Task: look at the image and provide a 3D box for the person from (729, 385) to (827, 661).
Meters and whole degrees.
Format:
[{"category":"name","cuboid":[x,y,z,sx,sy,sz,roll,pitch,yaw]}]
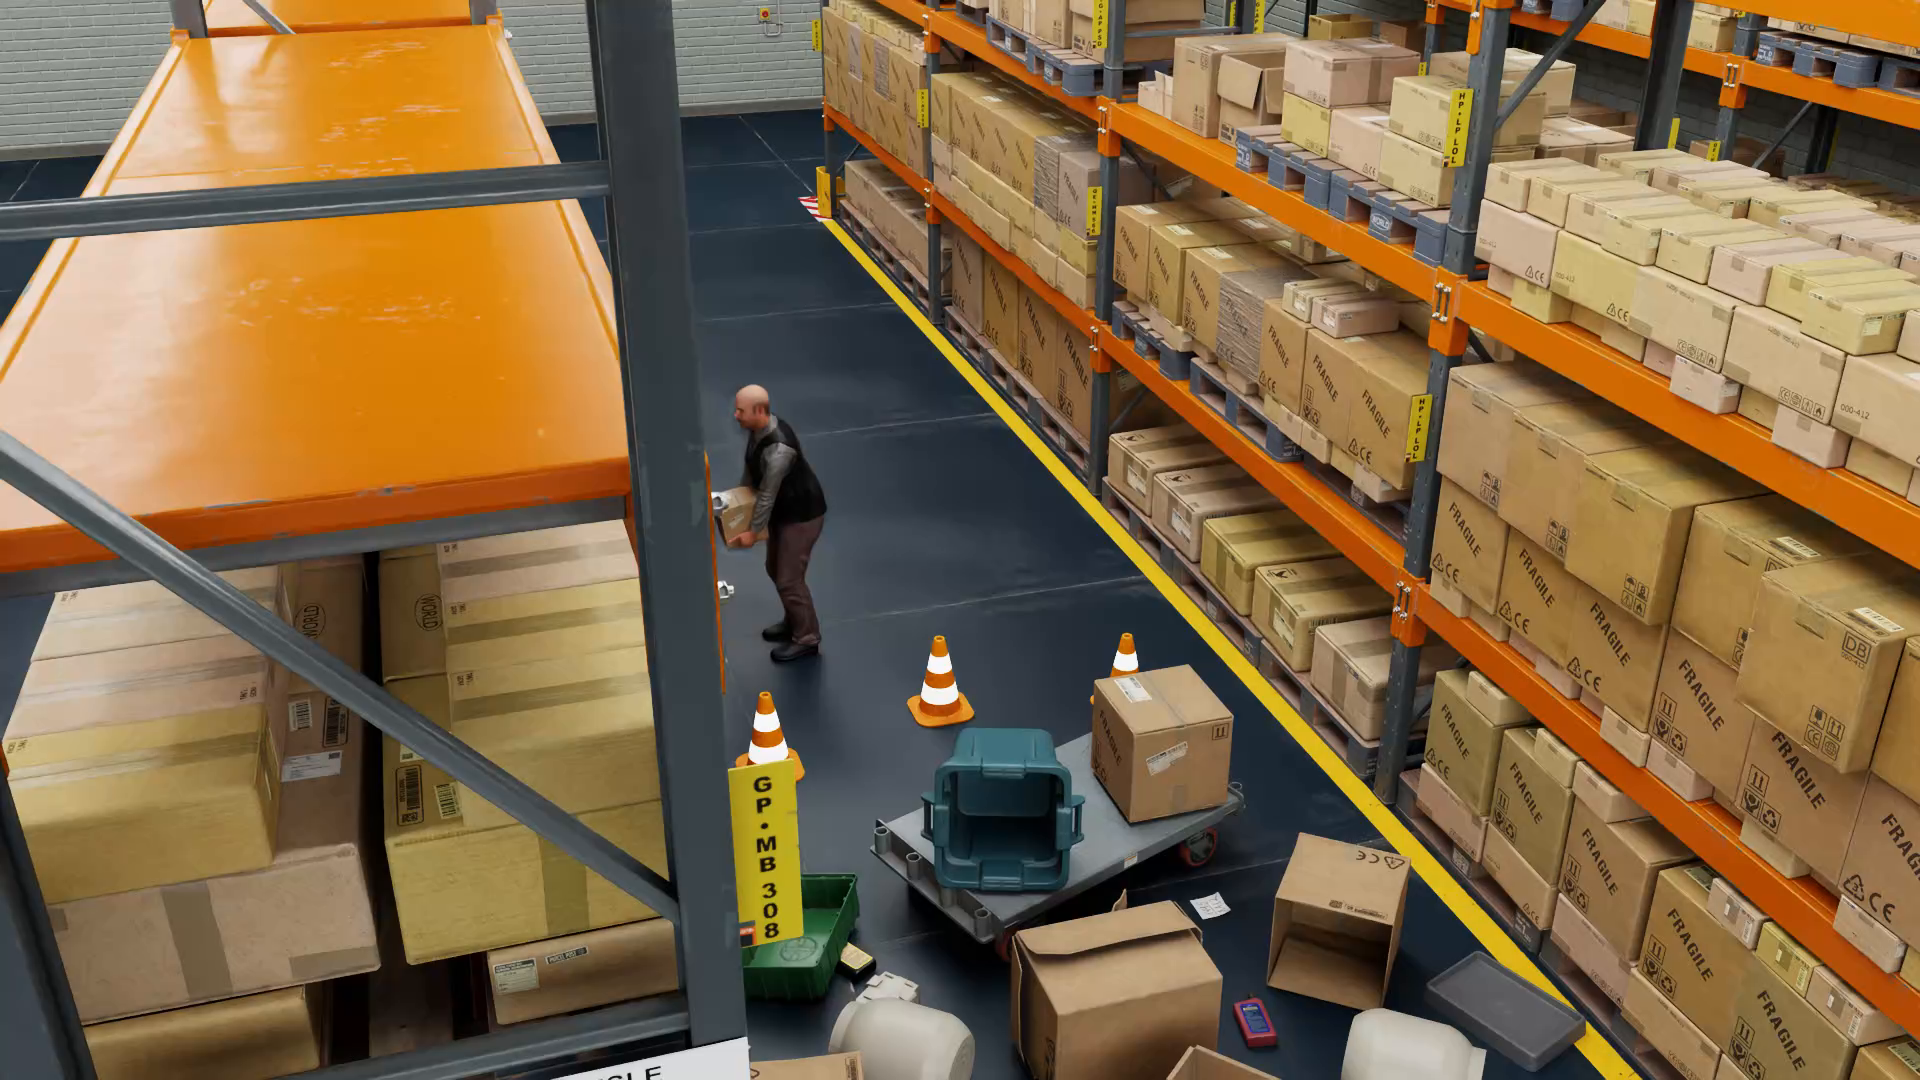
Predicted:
[{"category":"person","cuboid":[-1.076,-0.112,9.660,0.592,1.692,0.479,-9,27,-17]}]
